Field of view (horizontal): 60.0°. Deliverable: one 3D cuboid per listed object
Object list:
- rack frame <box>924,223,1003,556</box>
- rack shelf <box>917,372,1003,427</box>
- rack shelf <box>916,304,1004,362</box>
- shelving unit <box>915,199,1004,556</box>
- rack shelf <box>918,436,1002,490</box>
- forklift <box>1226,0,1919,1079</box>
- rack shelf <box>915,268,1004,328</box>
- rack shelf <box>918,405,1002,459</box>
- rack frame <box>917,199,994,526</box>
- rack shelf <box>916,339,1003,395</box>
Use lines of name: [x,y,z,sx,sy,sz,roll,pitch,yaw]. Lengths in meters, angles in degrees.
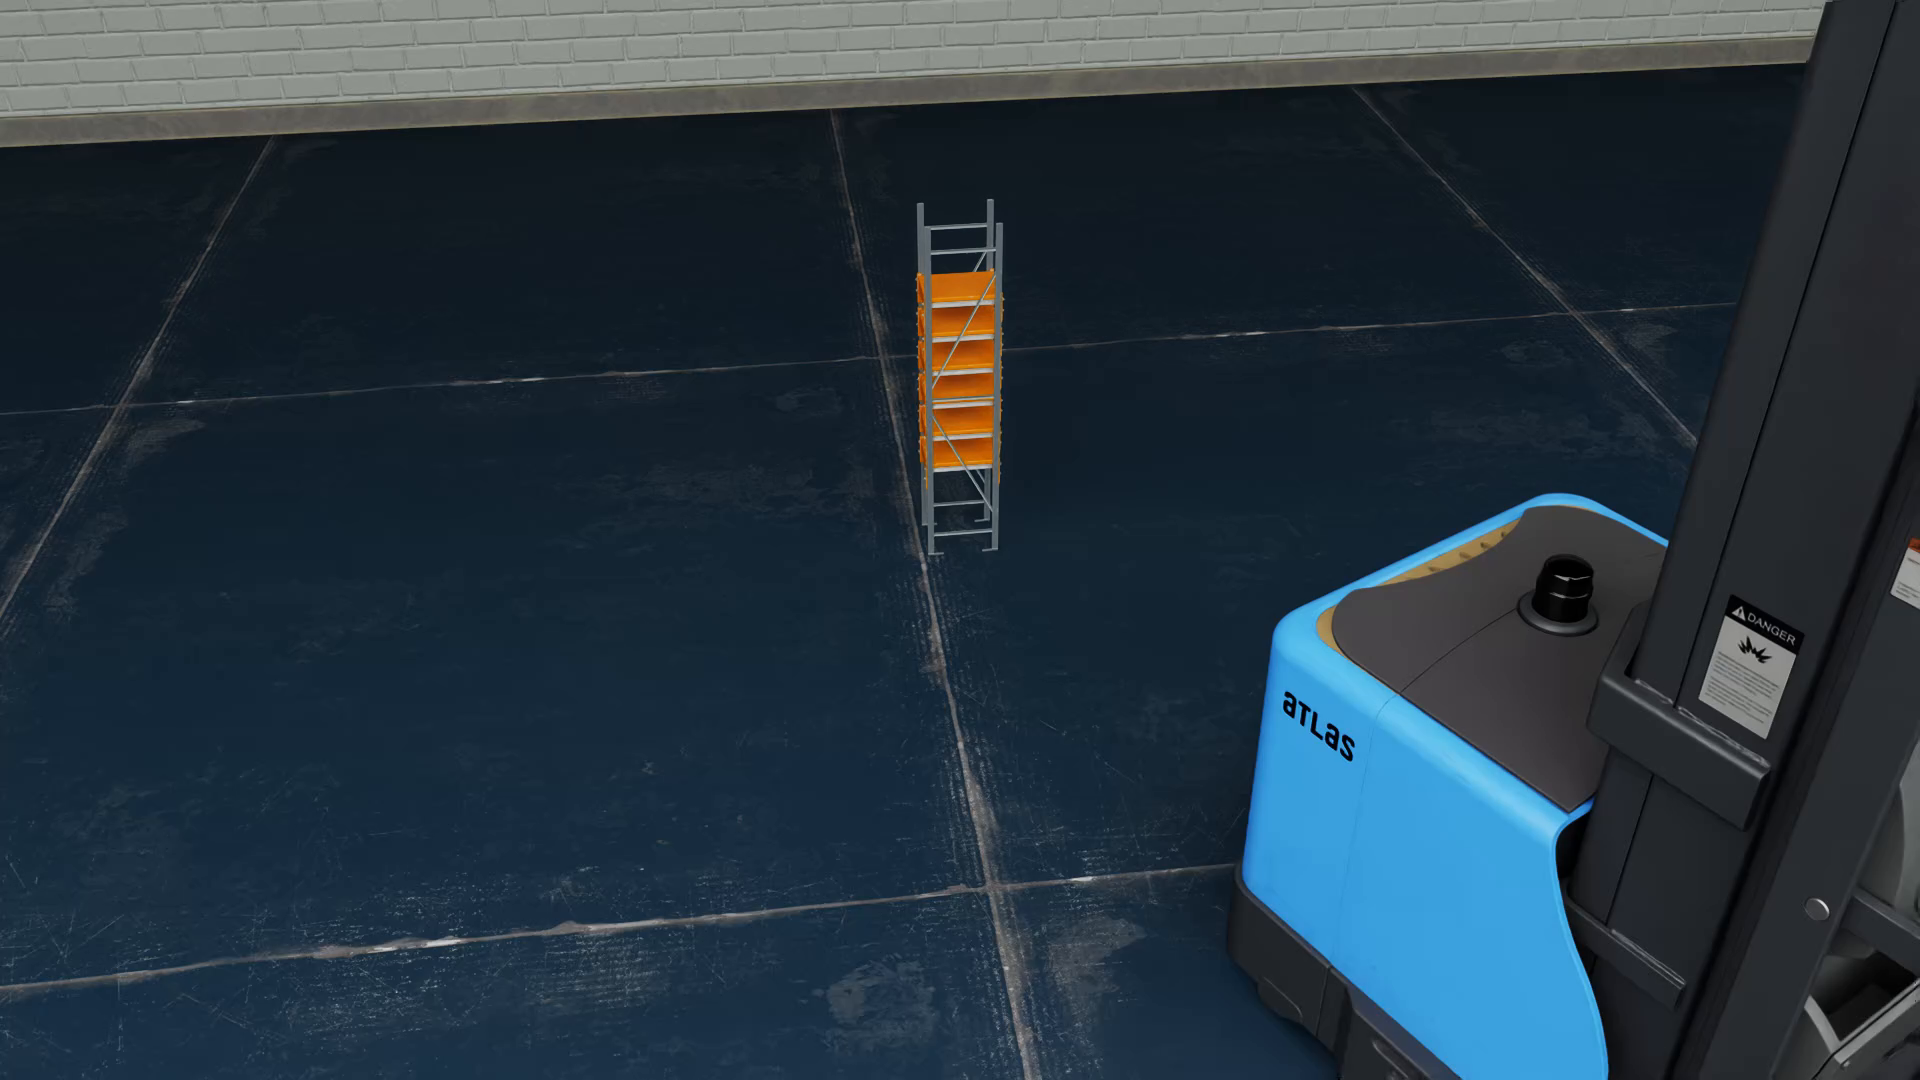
rack frame: [0.010,-0.453,5.349,0.240,1.200,0.006,-4,35,-6]
rack shelf: [-0.002,-0.467,5.449,0.258,0.103,0.180,-4,35,-6]
rack shelf: [-0.002,-0.665,5.314,0.258,0.103,0.180,-4,35,-6]
shelving unit: [-0.002,-0.504,5.424,0.258,1.200,0.189,-4,35,-6]
rack shelf: [-0.002,-0.269,5.584,0.258,0.103,0.180,-4,35,-6]
forklift: [1.914,0.375,2.597,1.130,2.935,3.031,-21,40,-28]
rack shelf: [-0.002,-0.765,5.246,0.258,0.103,0.180,-4,35,-6]
rack shelf: [-0.002,-0.368,5.517,0.258,0.103,0.180,-4,35,-6]
rack frame: [-0.014,-0.555,5.499,0.240,1.200,0.006,-4,35,-6]
rack shelf: [-0.002,-0.566,5.381,0.258,0.103,0.180,-4,35,-6]
